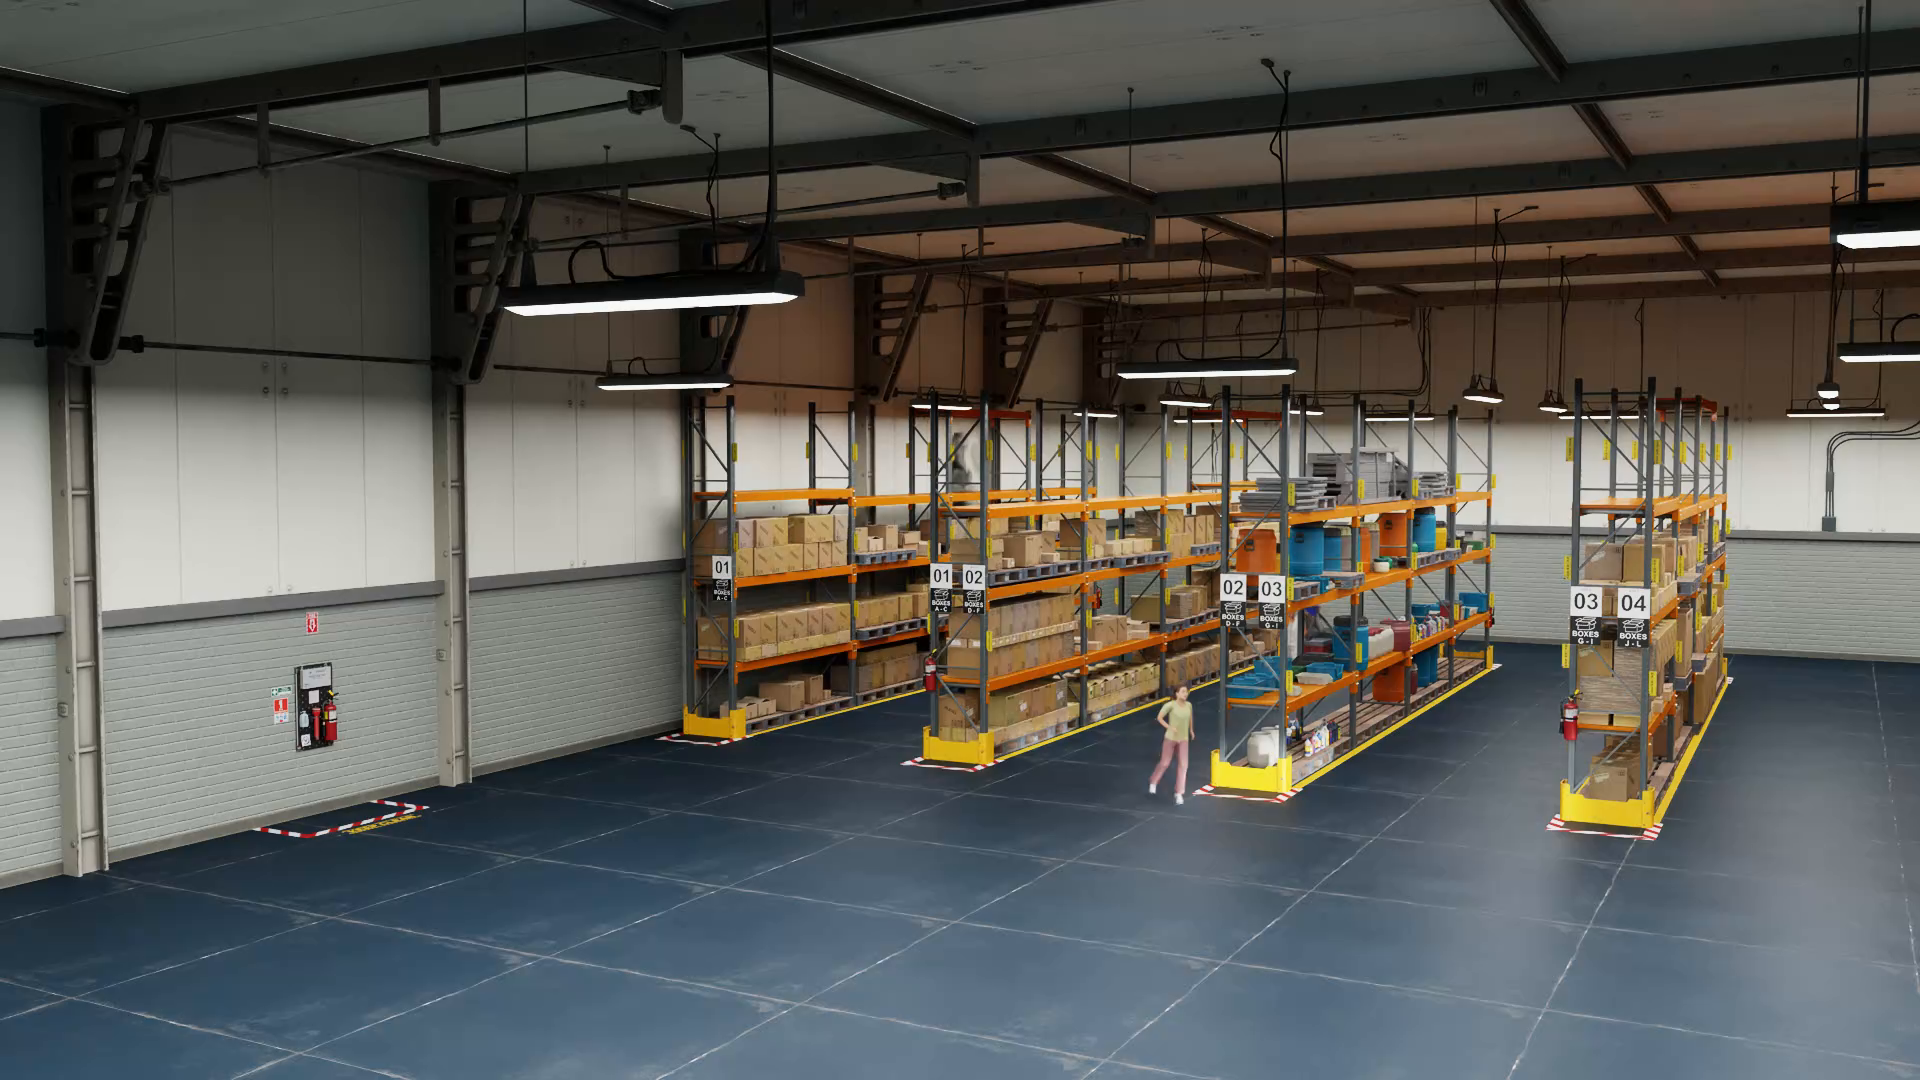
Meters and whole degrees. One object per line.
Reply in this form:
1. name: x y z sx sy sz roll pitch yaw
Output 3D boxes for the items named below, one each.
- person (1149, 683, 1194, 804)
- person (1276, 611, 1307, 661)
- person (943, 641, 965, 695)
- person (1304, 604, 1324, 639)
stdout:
1. person: 3.139 2.901 23.994 0.648 1.664 0.916 -1 3 -16
2. person: 7.026 2.267 35.293 0.658 1.771 0.863 1 3 15
3. person: -0.050 2.600 30.812 0.537 1.596 0.889 2 3 30
4. person: 8.815 2.004 41.495 0.595 1.622 0.597 -1 3 -13
